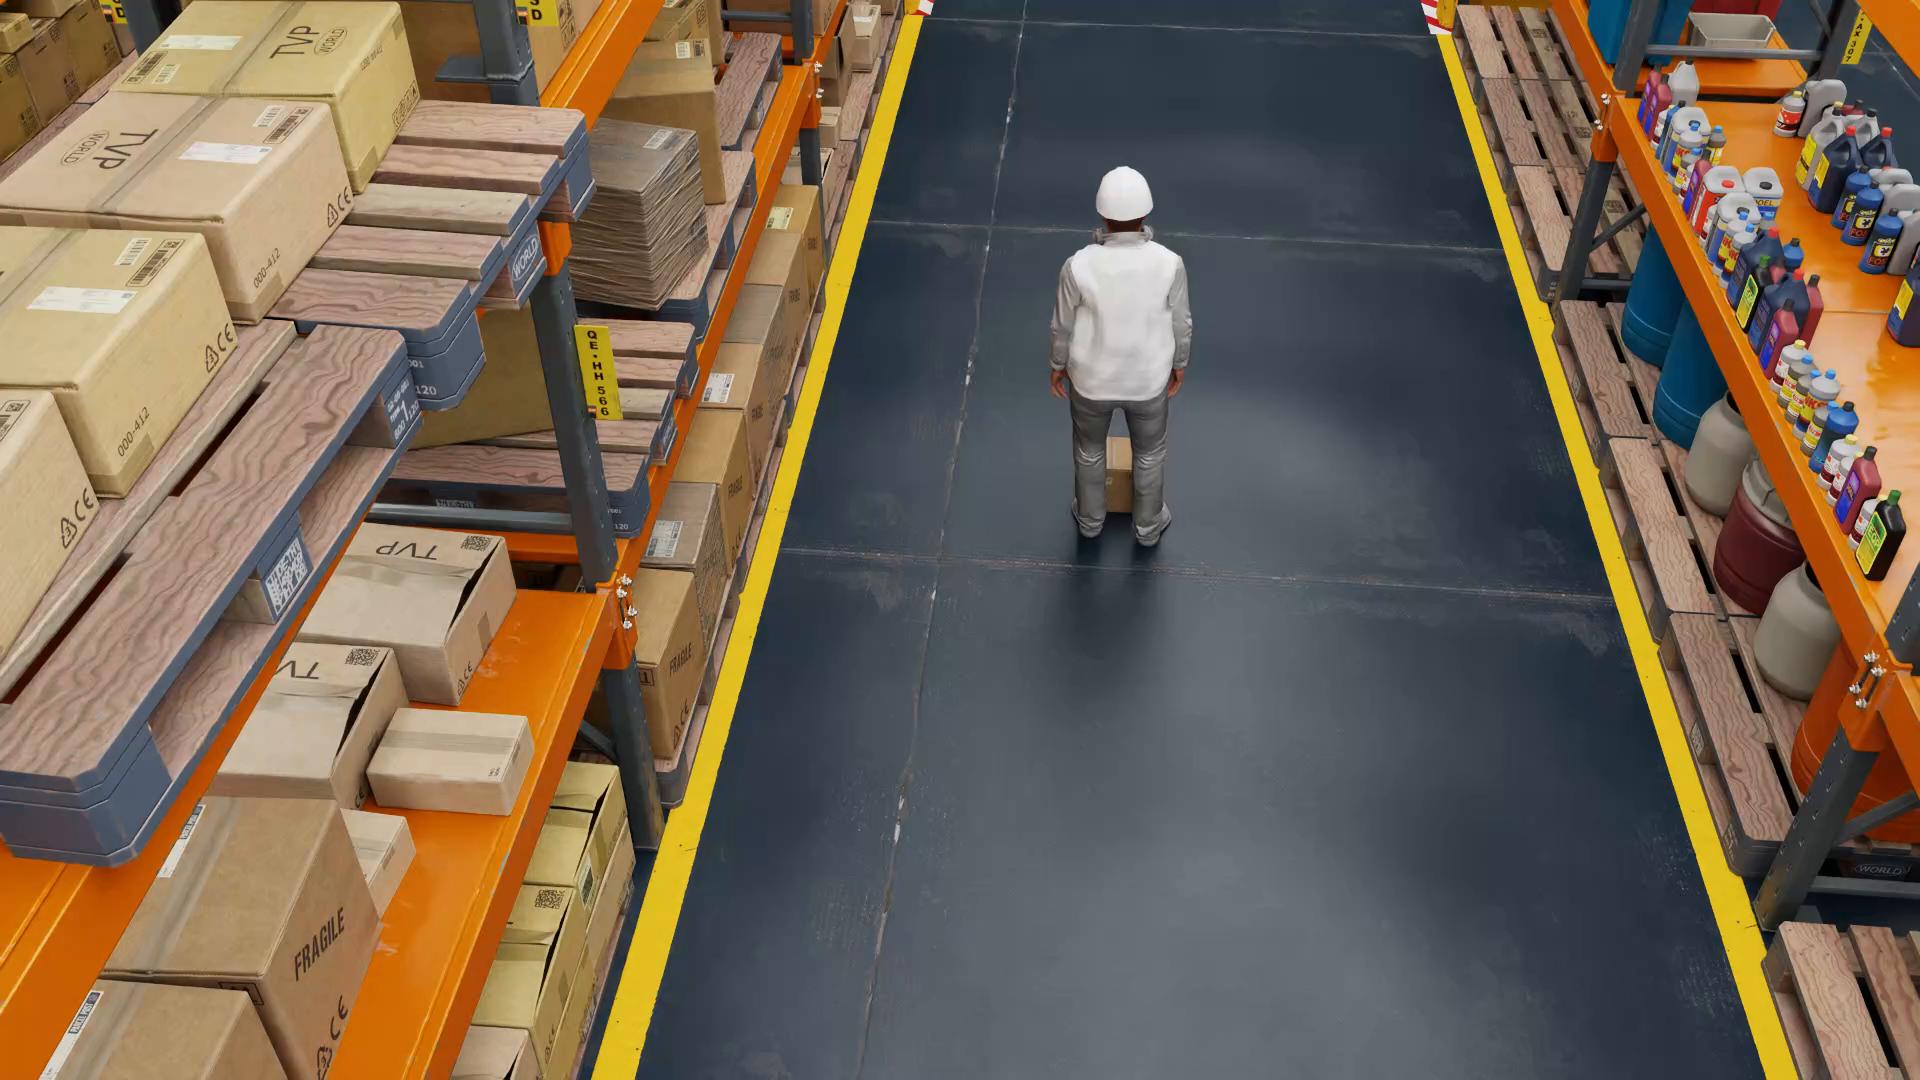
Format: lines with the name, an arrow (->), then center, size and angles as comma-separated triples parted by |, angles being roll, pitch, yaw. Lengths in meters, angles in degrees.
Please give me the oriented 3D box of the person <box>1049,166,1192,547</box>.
person -> 0.668, -0.725, 7.005 | 0.594, 1.772, 0.471 | 1, 40, 1
